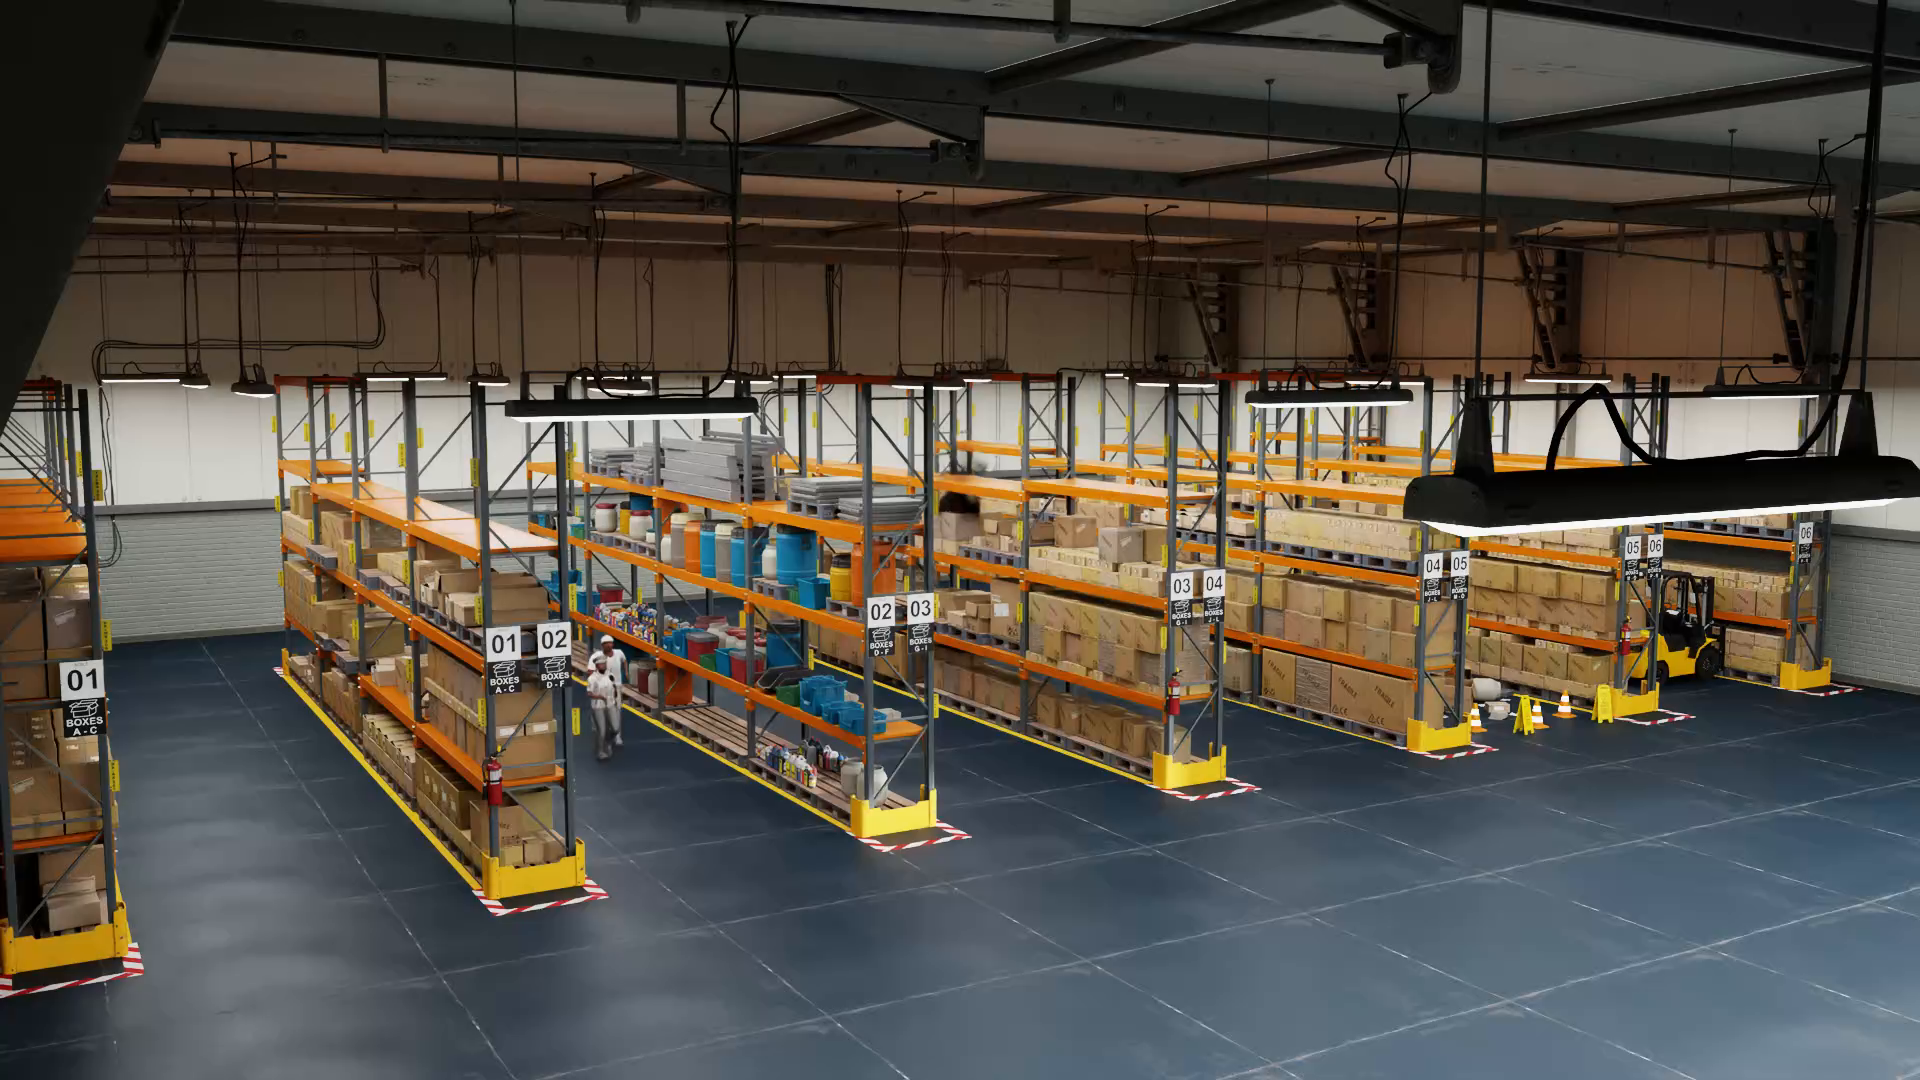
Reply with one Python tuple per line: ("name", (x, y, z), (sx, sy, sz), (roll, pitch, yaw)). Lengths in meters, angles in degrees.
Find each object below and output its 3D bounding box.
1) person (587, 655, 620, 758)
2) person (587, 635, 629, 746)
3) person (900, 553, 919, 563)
("person", (-5.580, 2.632, 26.199), (0.563, 1.663, 0.572), (-4, 8, -36))
("person", (-5.826, 2.438, 27.547), (0.712, 1.785, 0.986), (-3, 7, -25))
("person", (-1.285, 0.961, 41.241), (0.737, 1.792, 0.994), (5, 8, 36))
